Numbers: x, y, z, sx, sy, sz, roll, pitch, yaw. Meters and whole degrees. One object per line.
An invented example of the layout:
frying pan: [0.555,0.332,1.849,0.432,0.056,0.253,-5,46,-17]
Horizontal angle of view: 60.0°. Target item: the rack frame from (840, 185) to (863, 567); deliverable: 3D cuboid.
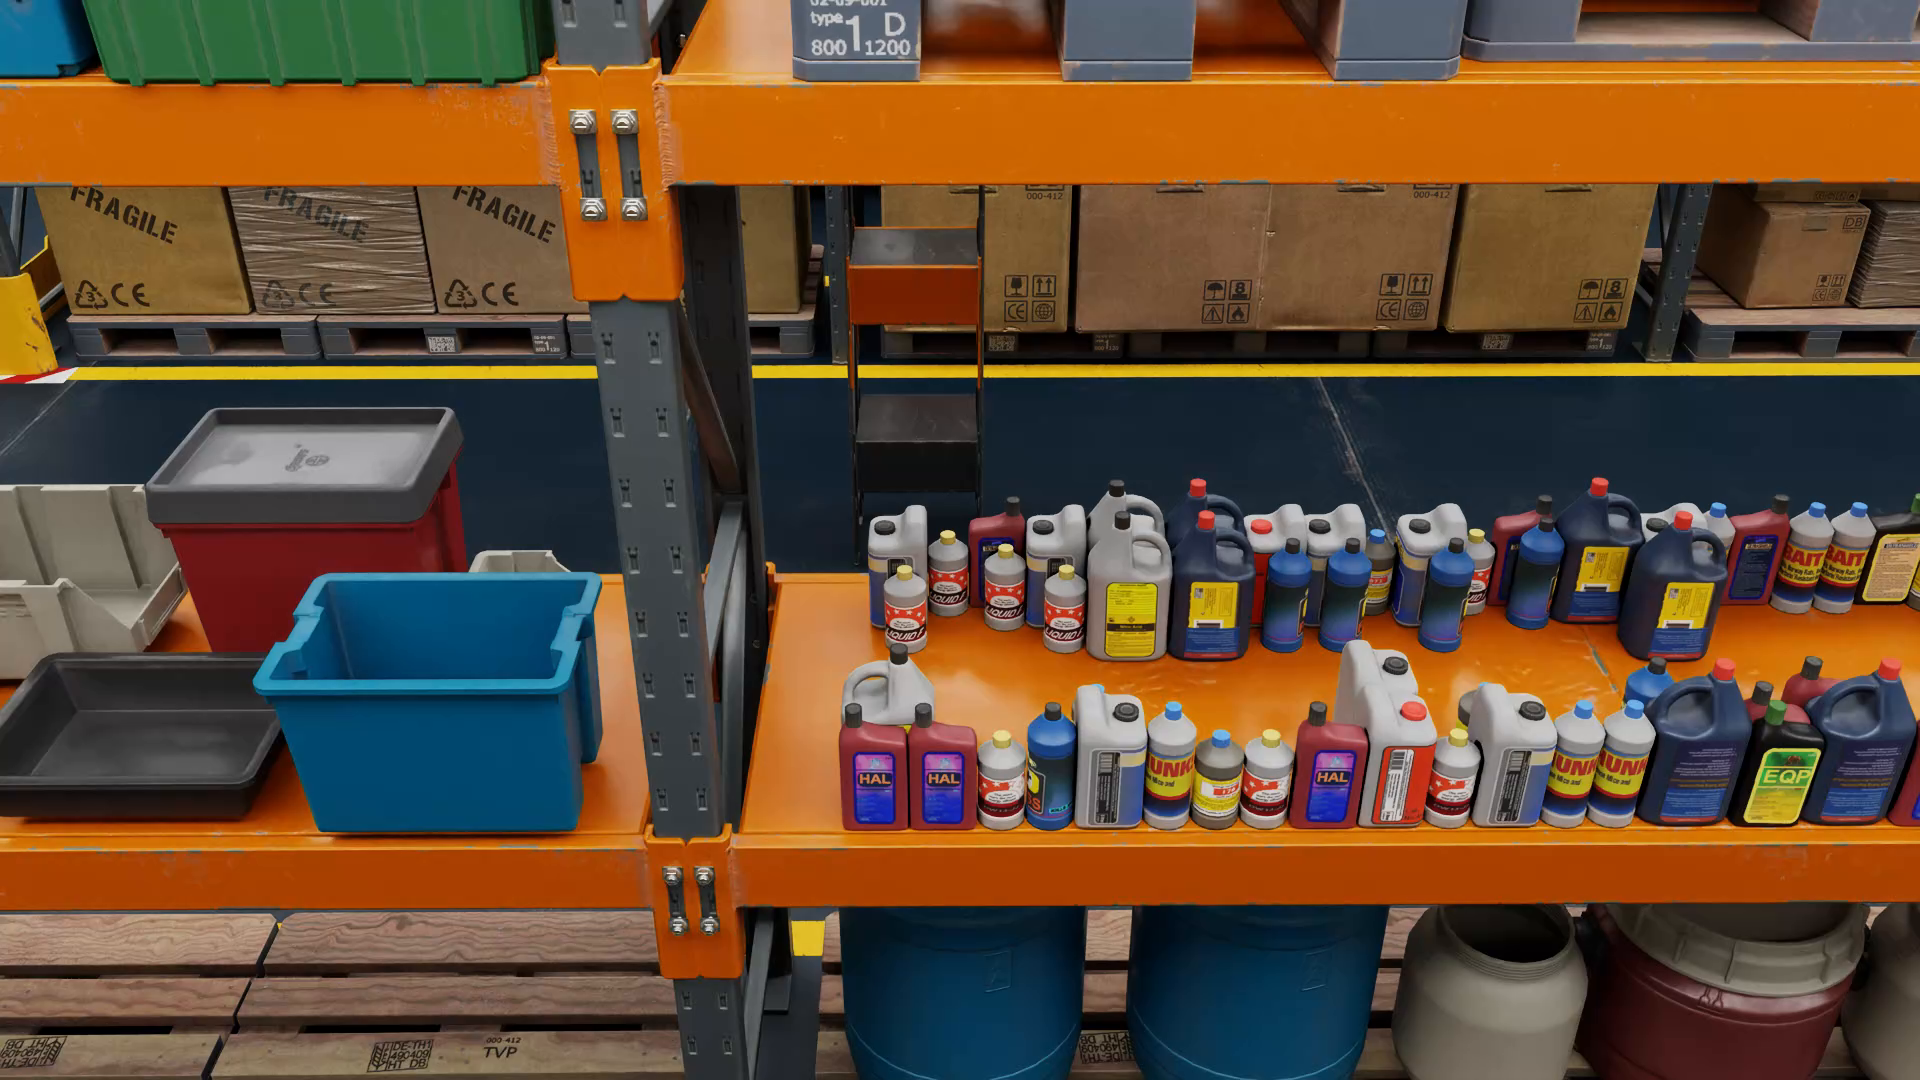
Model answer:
rack frame: [-0.410,-0.896,6.203,0.015,2.100,0.400,0,31,0]

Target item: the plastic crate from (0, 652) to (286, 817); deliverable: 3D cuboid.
plastic crate: [-1.654,0.406,3.397,0.590,0.125,0.437,0,31,0]

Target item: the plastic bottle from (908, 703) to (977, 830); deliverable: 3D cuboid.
plastic bottle: [-0.034,0.441,3.244,0.133,0.283,0.061,0,31,0]

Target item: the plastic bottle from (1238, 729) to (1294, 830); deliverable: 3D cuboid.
plastic bottle: [0.606,0.464,3.285,0.097,0.201,0.097,0,31,0]

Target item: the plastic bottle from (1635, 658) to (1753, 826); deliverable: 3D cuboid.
plastic bottle: [1.441,0.386,3.270,0.185,0.351,0.144,0,31,0]

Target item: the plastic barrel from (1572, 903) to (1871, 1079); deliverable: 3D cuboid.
plastic barrel: [1.845,1.024,4.091,0.708,0.588,0.600,0,31,0]

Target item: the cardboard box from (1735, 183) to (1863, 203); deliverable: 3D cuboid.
cardboard box: [4.104,-1.868,8.200,0.500,0.250,0.500,1,31,2]

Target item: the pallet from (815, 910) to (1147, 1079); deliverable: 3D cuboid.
pallet: [0.236,1.382,4.268,1.213,0.211,1.003,0,31,0]

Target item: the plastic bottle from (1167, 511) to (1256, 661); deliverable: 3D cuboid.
plastic bottle: [0.567,0.094,3.751,0.185,0.351,0.144,0,31,0]

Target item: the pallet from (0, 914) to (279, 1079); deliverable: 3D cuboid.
pallet: [-2.494,1.391,4.254,1.213,0.211,1.003,0,31,0]

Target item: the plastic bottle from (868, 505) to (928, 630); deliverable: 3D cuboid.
plastic bottle: [-0.144,0.055,3.887,0.135,0.276,0.152,0,31,0]

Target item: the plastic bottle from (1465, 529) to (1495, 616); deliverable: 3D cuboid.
plastic bottle: [1.208,0.069,3.937,0.097,0.201,0.097,0,31,0]

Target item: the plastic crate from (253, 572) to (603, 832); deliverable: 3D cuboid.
plastic crate: [-1.001,0.331,3.271,0.575,0.384,0.392,0,31,0]

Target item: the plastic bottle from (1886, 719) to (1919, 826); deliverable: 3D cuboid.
plastic bottle: [1.919,0.435,3.254,0.133,0.283,0.061,0,31,0]

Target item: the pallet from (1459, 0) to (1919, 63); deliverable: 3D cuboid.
pallet: [1.381,-1.089,2.943,1.213,0.211,1.003,0,31,0]

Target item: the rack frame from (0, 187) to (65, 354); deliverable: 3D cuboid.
rack frame: [-4.566,-2.386,7.790,0.127,3.000,1.000,0,31,0]

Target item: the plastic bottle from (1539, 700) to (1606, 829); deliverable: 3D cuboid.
plastic bottle: [1.203,0.433,3.269,0.097,0.271,0.097,0,31,0]

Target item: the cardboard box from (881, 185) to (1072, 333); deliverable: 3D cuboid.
cardboard box: [0.074,-1.682,8.273,0.875,0.875,1.225,0,31,0]

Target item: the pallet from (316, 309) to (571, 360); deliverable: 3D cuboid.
pallet: [-2.550,-1.239,8.588,1.213,0.211,1.003,0,31,0]

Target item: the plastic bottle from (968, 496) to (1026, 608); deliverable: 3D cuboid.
plastic bottle: [0.087,0.028,3.925,0.133,0.283,0.061,0,31,0]

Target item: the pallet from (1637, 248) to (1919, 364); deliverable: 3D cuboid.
pallet: [4.215,-1.220,8.557,1.213,0.211,1.003,0,31,0]

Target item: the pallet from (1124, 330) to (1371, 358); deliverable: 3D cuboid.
pallet: [1.428,-1.253,8.611,1.213,0.211,1.003,0,31,0]

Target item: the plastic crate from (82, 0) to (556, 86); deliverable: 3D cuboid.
plastic crate: [-0.958,-0.863,2.593,0.662,0.188,0.450,0,31,0]

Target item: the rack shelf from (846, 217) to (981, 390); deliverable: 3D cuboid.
rack shelf: [-0.166,-0.886,6.212,0.480,0.518,0.431,0,31,0]

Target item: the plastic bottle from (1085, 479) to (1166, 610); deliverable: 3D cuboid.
plastic bottle: [0.381,0.020,3.874,0.185,0.351,0.144,0,31,0]

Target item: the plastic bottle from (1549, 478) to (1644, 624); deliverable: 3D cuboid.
plastic bottle: [1.482,0.016,3.879,0.185,0.351,0.144,0,31,0]

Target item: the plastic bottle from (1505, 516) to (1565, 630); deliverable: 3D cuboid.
plastic bottle: [1.342,0.070,3.867,0.097,0.271,0.097,0,31,0]

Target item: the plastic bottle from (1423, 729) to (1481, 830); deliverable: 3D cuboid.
plastic bottle: [0.971,0.463,3.286,0.097,0.201,0.097,0,31,0]

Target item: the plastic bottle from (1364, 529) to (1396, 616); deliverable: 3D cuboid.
plastic bottle: [0.976,0.069,3.935,0.097,0.201,0.097,0,31,0]

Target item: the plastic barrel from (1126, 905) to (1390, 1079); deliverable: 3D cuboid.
plastic barrel: [0.716,0.894,4.004,0.708,0.901,0.600,0,31,0]

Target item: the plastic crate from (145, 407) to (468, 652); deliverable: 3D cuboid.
plastic crate: [-1.431,-0.009,3.754,0.583,0.464,0.402,0,31,0]

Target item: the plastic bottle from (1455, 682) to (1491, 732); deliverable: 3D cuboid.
plastic bottle: [1.067,0.384,3.417,0.097,0.201,0.097,0,31,0]

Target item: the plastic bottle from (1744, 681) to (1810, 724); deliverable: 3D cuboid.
plastic bottle: [1.600,0.404,3.305,0.133,0.283,0.061,0,31,0]

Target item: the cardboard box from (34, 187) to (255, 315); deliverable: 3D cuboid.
cardboard box: [-3.927,-1.700,8.304,0.875,0.875,0.875,0,31,0]

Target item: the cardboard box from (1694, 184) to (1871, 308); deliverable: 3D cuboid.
cardboard box: [4.104,-1.542,8.386,0.500,0.500,0.700,-2,31,-3]

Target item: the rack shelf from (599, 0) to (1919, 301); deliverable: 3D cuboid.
rack shelf: [1.464,-0.810,2.995,4.000,0.370,1.077,0,31,0]

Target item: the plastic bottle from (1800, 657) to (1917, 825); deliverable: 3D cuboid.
plastic bottle: [1.759,0.385,3.272,0.185,0.351,0.144,0,31,0]

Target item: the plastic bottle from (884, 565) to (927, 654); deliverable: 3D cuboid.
plastic bottle: [-0.125,0.152,3.800,0.097,0.201,0.097,0,31,0]

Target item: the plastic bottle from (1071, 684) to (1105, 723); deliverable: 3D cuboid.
plastic bottle: [0.275,0.386,3.413,0.097,0.201,0.097,0,31,0]

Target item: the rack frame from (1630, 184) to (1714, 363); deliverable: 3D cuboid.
rack frame: [3.434,-2.411,7.831,0.127,3.000,1.000,0,31,0]

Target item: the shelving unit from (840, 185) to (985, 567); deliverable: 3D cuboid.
shelving unit: [-0.166,-0.897,6.205,0.503,2.100,0.431,0,31,0]

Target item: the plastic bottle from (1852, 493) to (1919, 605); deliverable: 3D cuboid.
plastic bottle: [2.201,0.021,3.936,0.133,0.283,0.061,0,31,0]

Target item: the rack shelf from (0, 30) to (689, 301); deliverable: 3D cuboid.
rack shelf: [-2.536,-0.798,2.974,4.000,0.370,1.077,0,31,0]

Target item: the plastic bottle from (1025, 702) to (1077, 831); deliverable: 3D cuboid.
plastic bottle: [0.179,0.436,3.264,0.097,0.271,0.097,0,31,0]

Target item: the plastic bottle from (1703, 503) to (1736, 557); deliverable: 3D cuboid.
plastic bottle: [1.758,0.037,3.921,0.097,0.271,0.097,0,31,0]

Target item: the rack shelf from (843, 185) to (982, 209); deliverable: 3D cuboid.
rack shelf: [-0.166,-1.484,5.848,0.480,0.518,0.431,0,31,0]

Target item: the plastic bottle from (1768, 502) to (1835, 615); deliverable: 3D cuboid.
plastic bottle: [1.989,0.036,3.922,0.097,0.271,0.097,0,31,0]

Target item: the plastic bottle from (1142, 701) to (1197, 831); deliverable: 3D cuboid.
plastic bottle: [0.411,0.435,3.265,0.097,0.271,0.097,0,31,0]

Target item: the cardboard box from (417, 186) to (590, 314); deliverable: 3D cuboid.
cardboard box: [-2.127,-1.706,8.313,0.875,0.875,0.875,0,31,0]

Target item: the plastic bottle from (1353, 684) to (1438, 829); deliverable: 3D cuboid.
plastic bottle: [0.855,0.417,3.290,0.135,0.276,0.152,0,31,0]

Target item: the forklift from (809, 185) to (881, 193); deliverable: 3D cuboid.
forklift: [-0.464,-3.612,9.878,3.031,2.935,1.130,-1,31,-1]

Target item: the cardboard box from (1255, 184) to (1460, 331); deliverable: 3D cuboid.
cardboard box: [1.852,-1.692,8.290,0.875,0.875,1.225,0,31,0]

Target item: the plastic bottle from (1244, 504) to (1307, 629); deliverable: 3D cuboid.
plastic bottle: [0.726,0.053,3.891,0.135,0.276,0.152,0,31,0]

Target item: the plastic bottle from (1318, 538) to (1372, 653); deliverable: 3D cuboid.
plastic bottle: [0.879,0.119,3.787,0.097,0.271,0.097,0,31,0]

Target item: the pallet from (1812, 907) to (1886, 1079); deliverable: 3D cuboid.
pallet: [2.676,1.375,4.281,1.213,0.211,1.003,0,31,0]

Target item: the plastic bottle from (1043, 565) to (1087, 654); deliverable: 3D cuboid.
plastic bottle: [0.241,0.151,3.802,0.097,0.201,0.097,0,31,0]
